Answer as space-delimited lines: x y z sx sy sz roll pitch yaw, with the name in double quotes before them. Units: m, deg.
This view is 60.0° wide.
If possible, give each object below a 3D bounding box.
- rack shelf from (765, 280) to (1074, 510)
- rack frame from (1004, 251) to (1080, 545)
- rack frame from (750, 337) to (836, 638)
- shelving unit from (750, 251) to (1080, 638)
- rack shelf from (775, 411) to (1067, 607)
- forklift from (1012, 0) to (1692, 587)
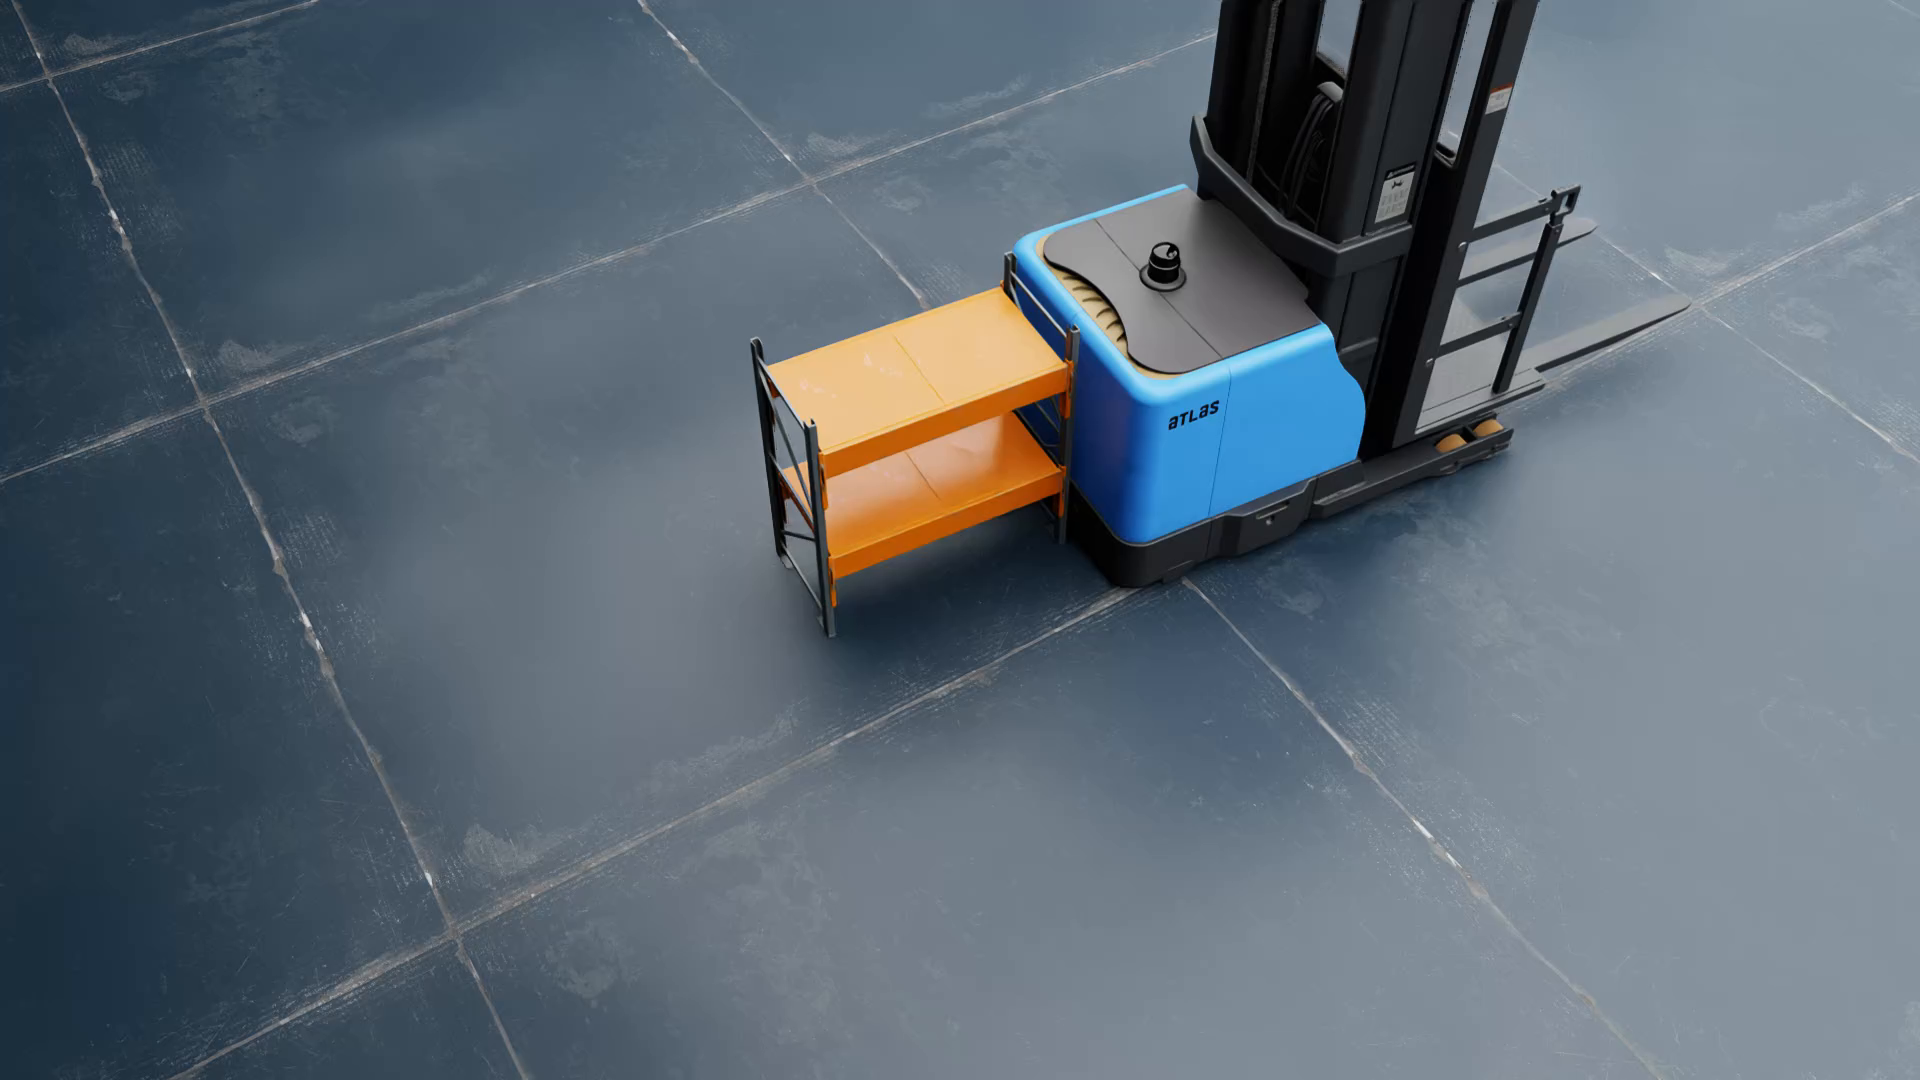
"rack shelf" -0.156 -0.540 6.031 1.000 0.278 0.538 -22 52 -18
"rack frame" 0.294 -0.523 6.407 0.032 1.125 0.500 -22 52 -18
"rack frame" -0.605 -0.168 6.092 0.032 1.125 0.500 -22 52 -18
"shelving unit" -0.156 -0.345 6.250 1.048 1.125 0.538 -22 52 -18
"rack shelf" -0.156 -0.183 6.432 1.000 0.278 0.538 -22 52 -18
"forklift" 1.733 -1.582 6.142 3.031 2.935 1.130 -21 52 -18
